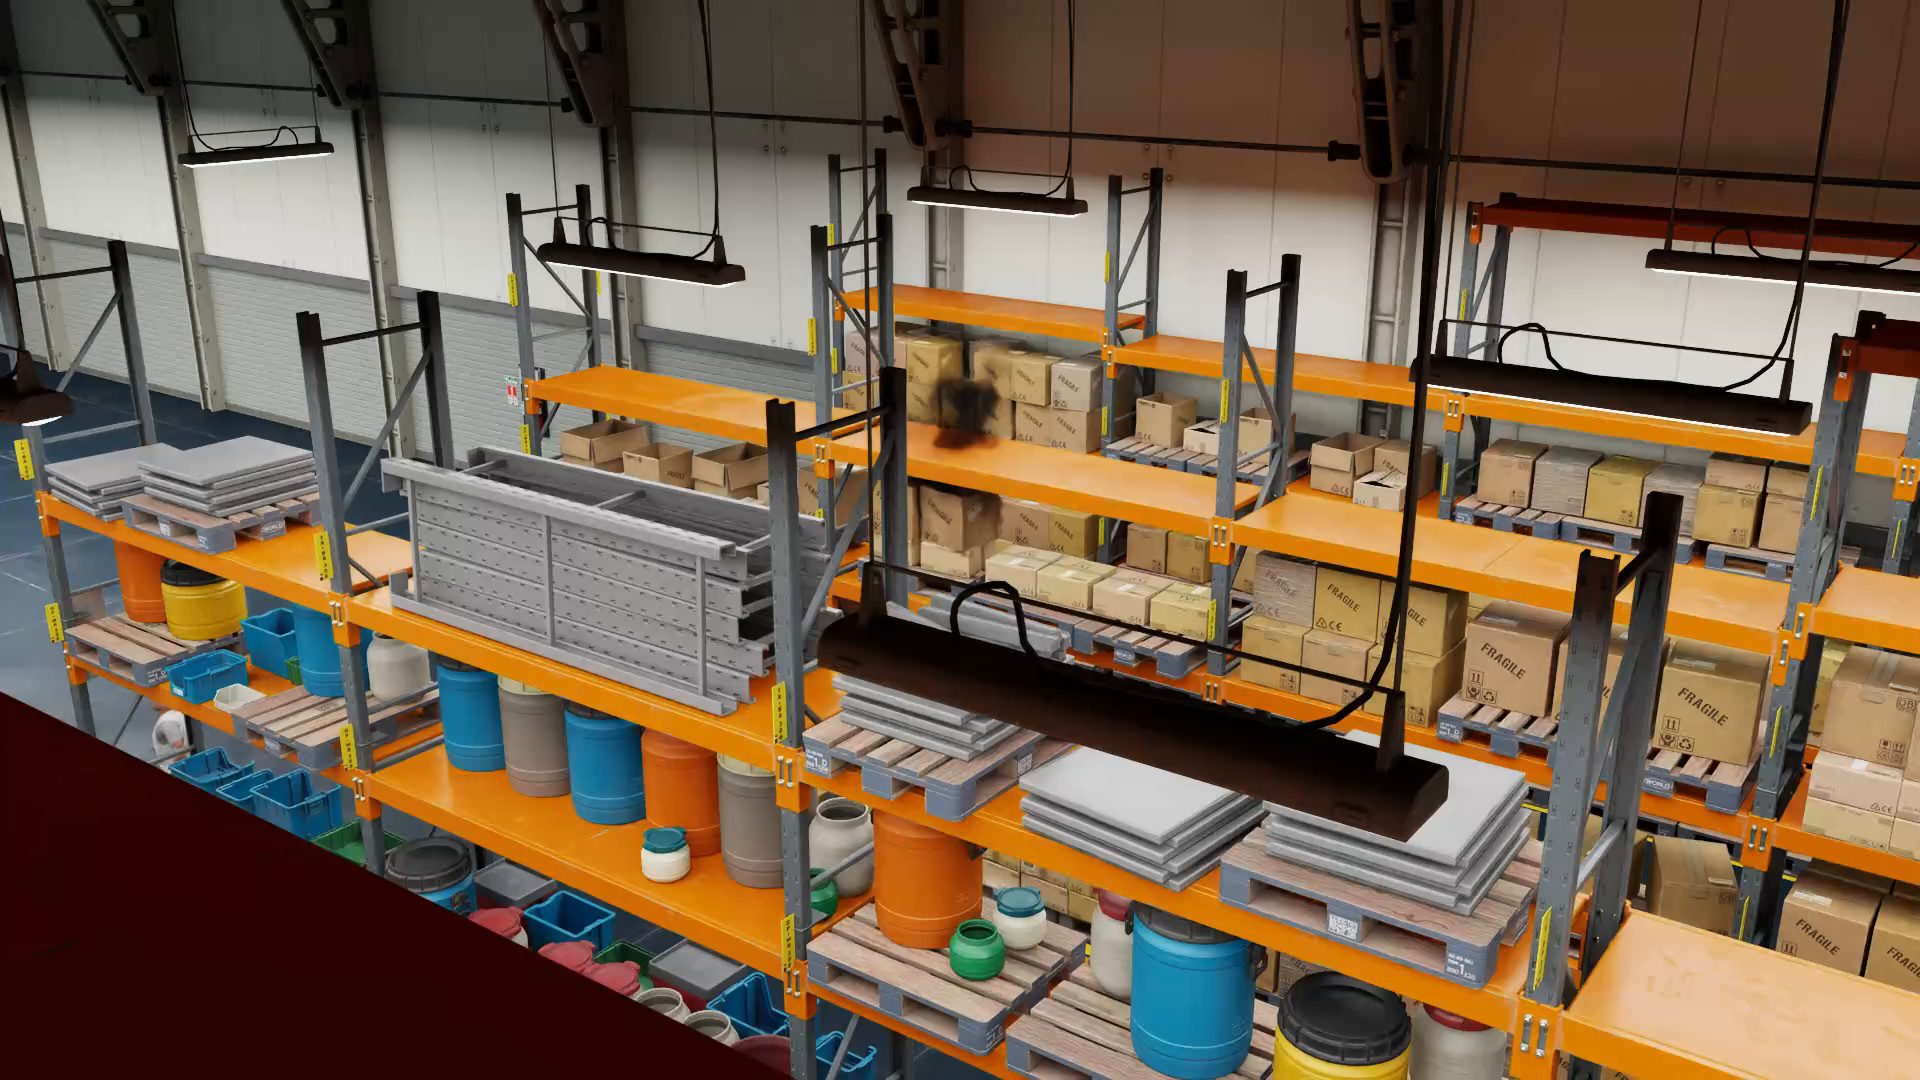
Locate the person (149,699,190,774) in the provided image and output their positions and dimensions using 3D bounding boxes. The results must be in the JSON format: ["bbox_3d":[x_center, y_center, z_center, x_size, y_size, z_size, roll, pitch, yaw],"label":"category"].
[{"bbox_3d":[-7.478,2.170,15.888,0.678,1.783,0.718,-1,18,-2],"label":"person"}]
